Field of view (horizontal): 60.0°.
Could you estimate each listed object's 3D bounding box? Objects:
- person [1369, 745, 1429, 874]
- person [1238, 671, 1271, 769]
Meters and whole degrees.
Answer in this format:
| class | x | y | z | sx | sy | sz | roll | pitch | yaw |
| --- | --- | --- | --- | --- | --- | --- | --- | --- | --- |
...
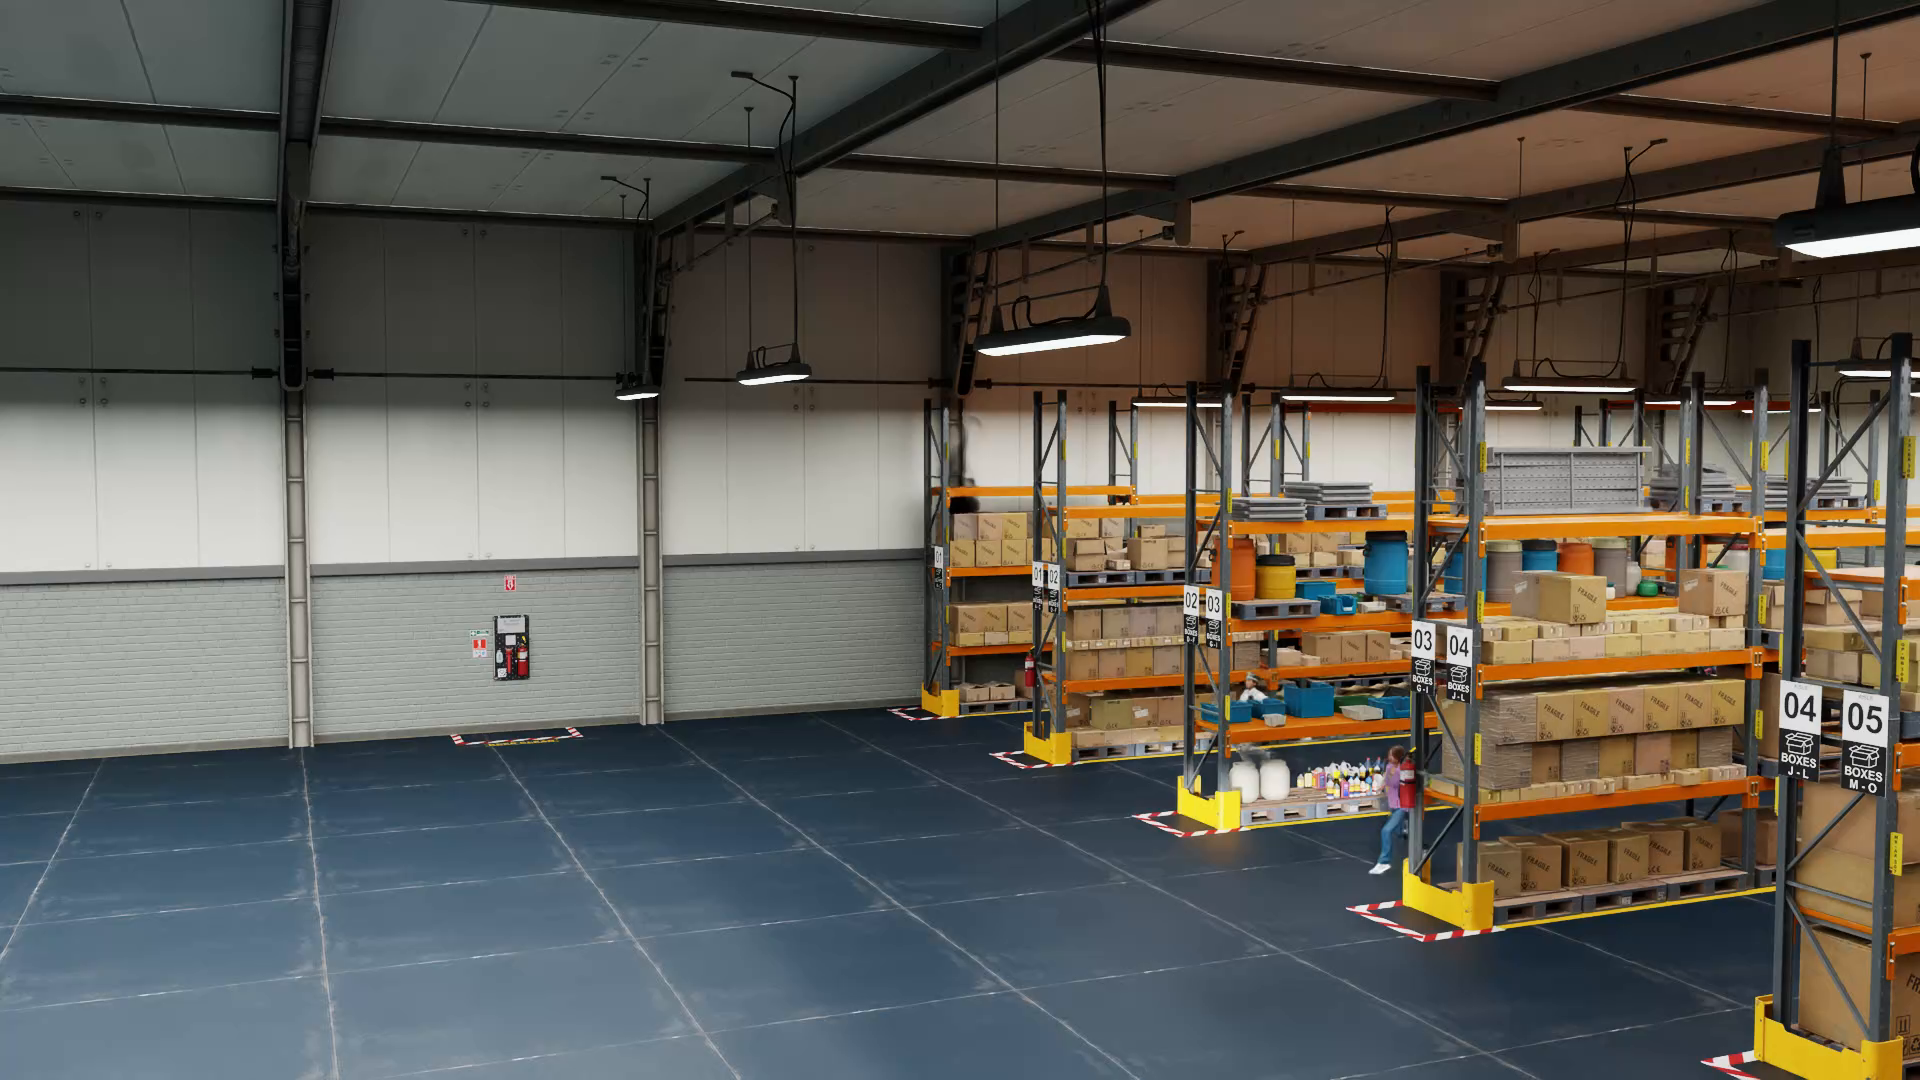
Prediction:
| class | x | y | z | sx | sy | sz | roll | pitch | yaw |
| --- | --- | --- | --- | --- | --- | --- | --- | --- | --- |
| person | 5.326 | 3.221 | 19.904 | 0.829 | 1.577 | 0.602 | -1 | 4 | -17 |
| person | 4.482 | 2.843 | 25.579 | 0.547 | 1.660 | 0.616 | -2 | 4 | -30 |
